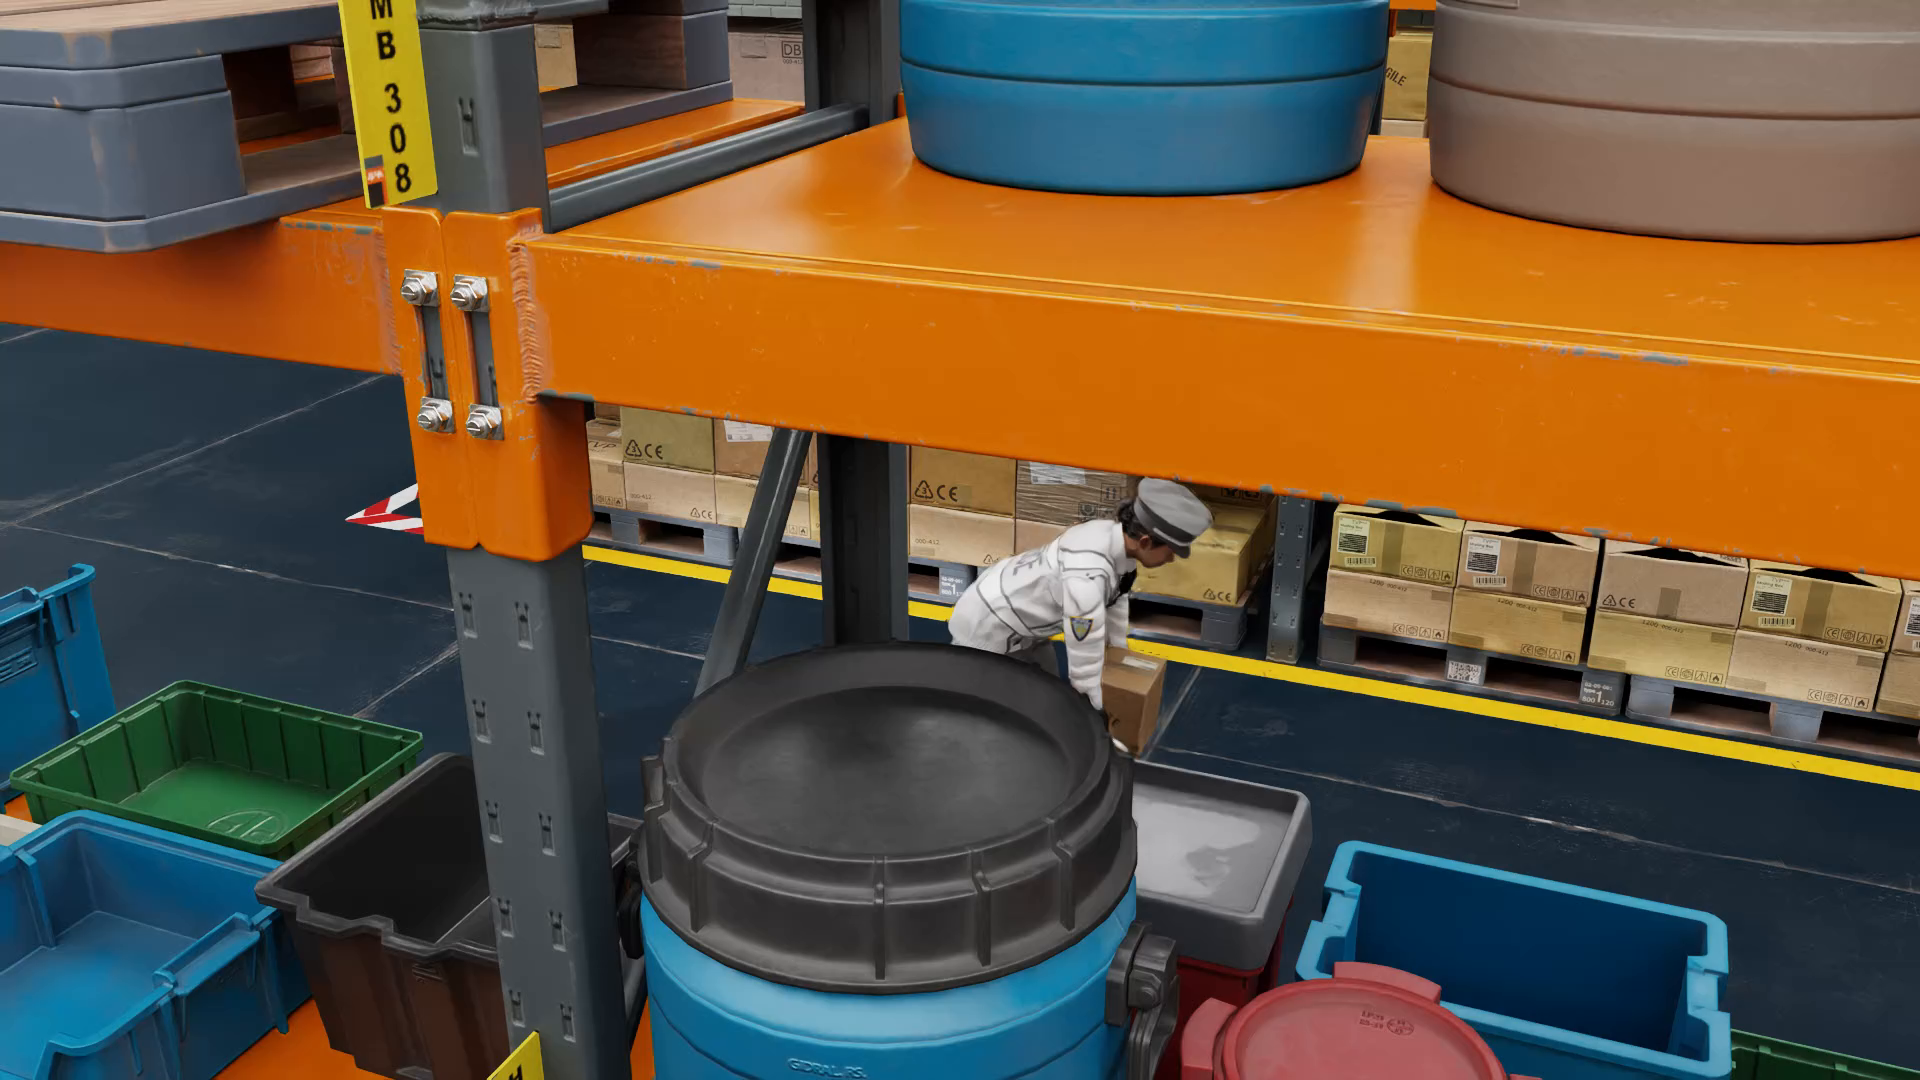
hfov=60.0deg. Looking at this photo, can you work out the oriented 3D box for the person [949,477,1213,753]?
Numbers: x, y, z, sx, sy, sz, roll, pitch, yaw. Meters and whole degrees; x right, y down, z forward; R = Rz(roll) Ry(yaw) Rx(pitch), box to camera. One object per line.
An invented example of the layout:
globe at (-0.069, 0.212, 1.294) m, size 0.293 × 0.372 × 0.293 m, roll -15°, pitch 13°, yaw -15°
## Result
person at (0.370, 0.454, 5.315) m, size 0.814 × 1.427 × 0.407 m, roll 8°, pitch 24°, yaw 19°
